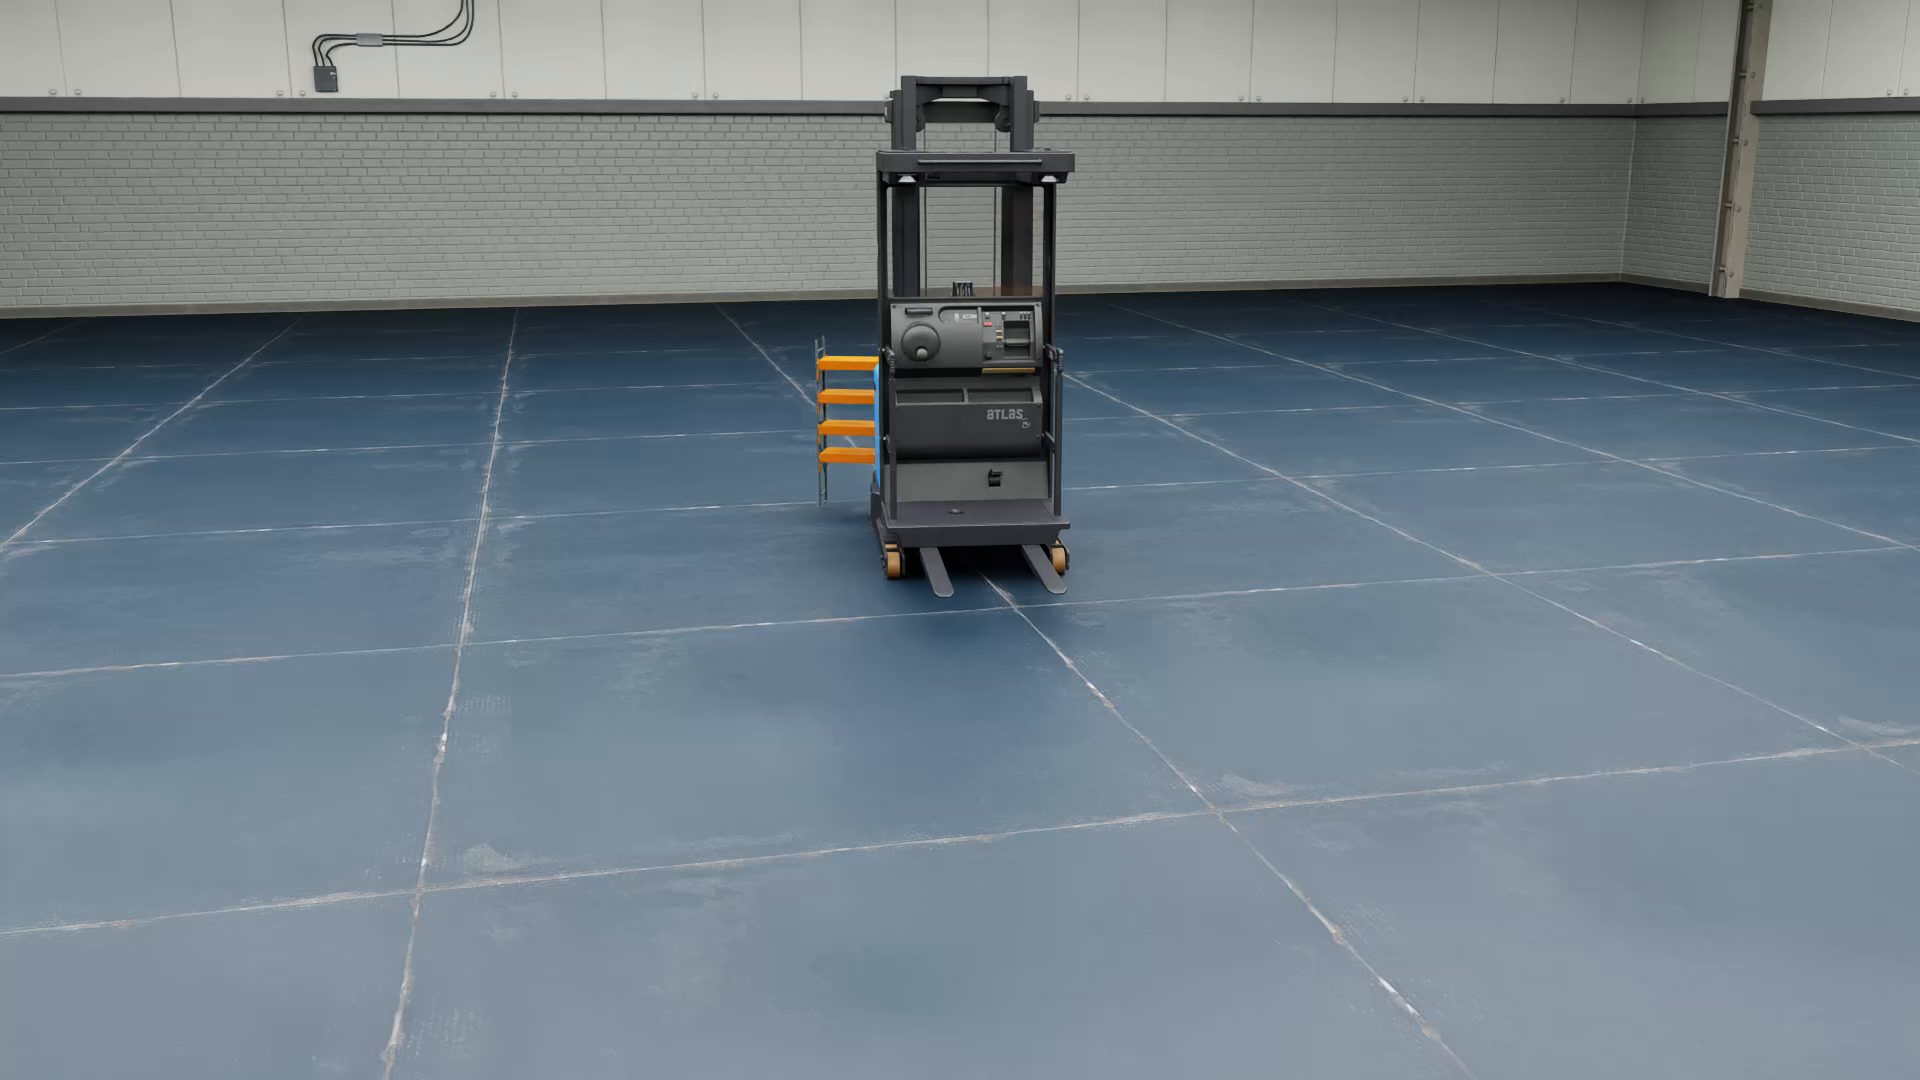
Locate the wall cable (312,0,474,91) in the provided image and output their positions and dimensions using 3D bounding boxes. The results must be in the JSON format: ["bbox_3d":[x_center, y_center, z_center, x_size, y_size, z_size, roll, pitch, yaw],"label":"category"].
[{"bbox_3d":[-8.279,-9.530,23.807,2.305,6.003,0.169,-3,14,-13],"label":"wall cable"}]

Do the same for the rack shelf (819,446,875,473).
[{"bbox_3d":[-0.744,-0.572,11.859,0.480,0.148,0.258,2,14,8],"label":"rack shelf"}]

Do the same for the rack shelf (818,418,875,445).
[{"bbox_3d":[-0.744,-0.765,11.812,0.480,0.148,0.258,2,14,8],"label":"rack shelf"}]

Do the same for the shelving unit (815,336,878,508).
[{"bbox_3d":[-0.744,-0.830,11.796,0.503,1.200,0.258,2,14,8],"label":"shelving unit"}]

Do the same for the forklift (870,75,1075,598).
[{"bbox_3d":[0.066,-1.275,9.970,1.130,2.935,3.031,-1,14,-6],"label":"forklift"}]

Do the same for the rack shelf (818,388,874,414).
[{"bbox_3d":[-0.744,-0.982,11.759,0.480,0.148,0.258,2,14,8],"label":"rack shelf"}]

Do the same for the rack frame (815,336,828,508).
[{"bbox_3d":[-0.986,-0.838,11.828,0.015,1.200,0.240,2,14,8],"label":"rack frame"}]

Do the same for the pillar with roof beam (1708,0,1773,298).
[{"bbox_3d":[8.330,-8.115,25.181,9.100,9.000,0.400,-3,14,-13],"label":"pillar with roof beam"}]

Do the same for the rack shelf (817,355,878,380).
[{"bbox_3d":[-0.744,-1.212,11.703,0.480,0.148,0.258,2,14,8],"label":"rack shelf"}]
